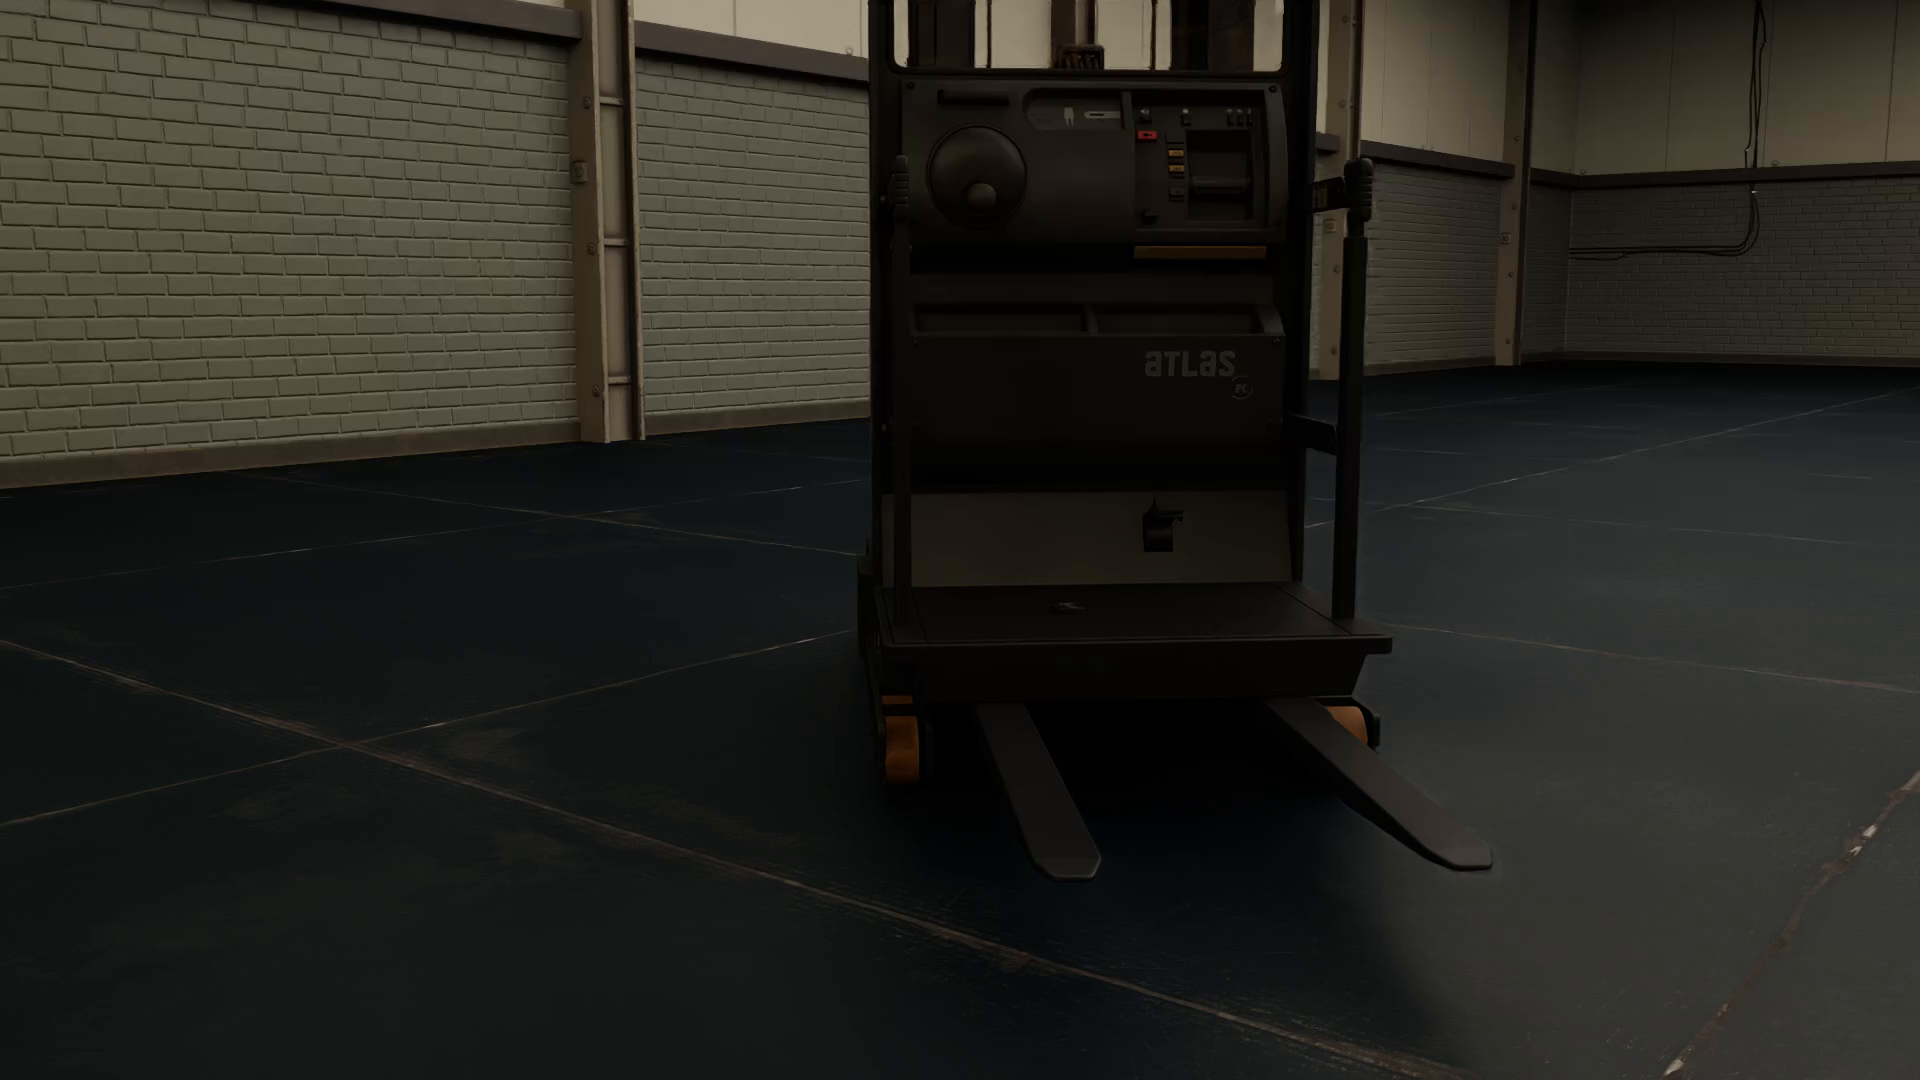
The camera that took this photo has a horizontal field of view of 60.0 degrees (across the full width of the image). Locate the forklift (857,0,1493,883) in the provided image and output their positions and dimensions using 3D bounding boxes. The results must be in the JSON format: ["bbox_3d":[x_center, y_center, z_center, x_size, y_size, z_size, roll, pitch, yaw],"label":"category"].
[{"bbox_3d":[0.344,-0.952,3.792,1.130,2.935,3.031,-1,8,-5],"label":"forklift"}]
